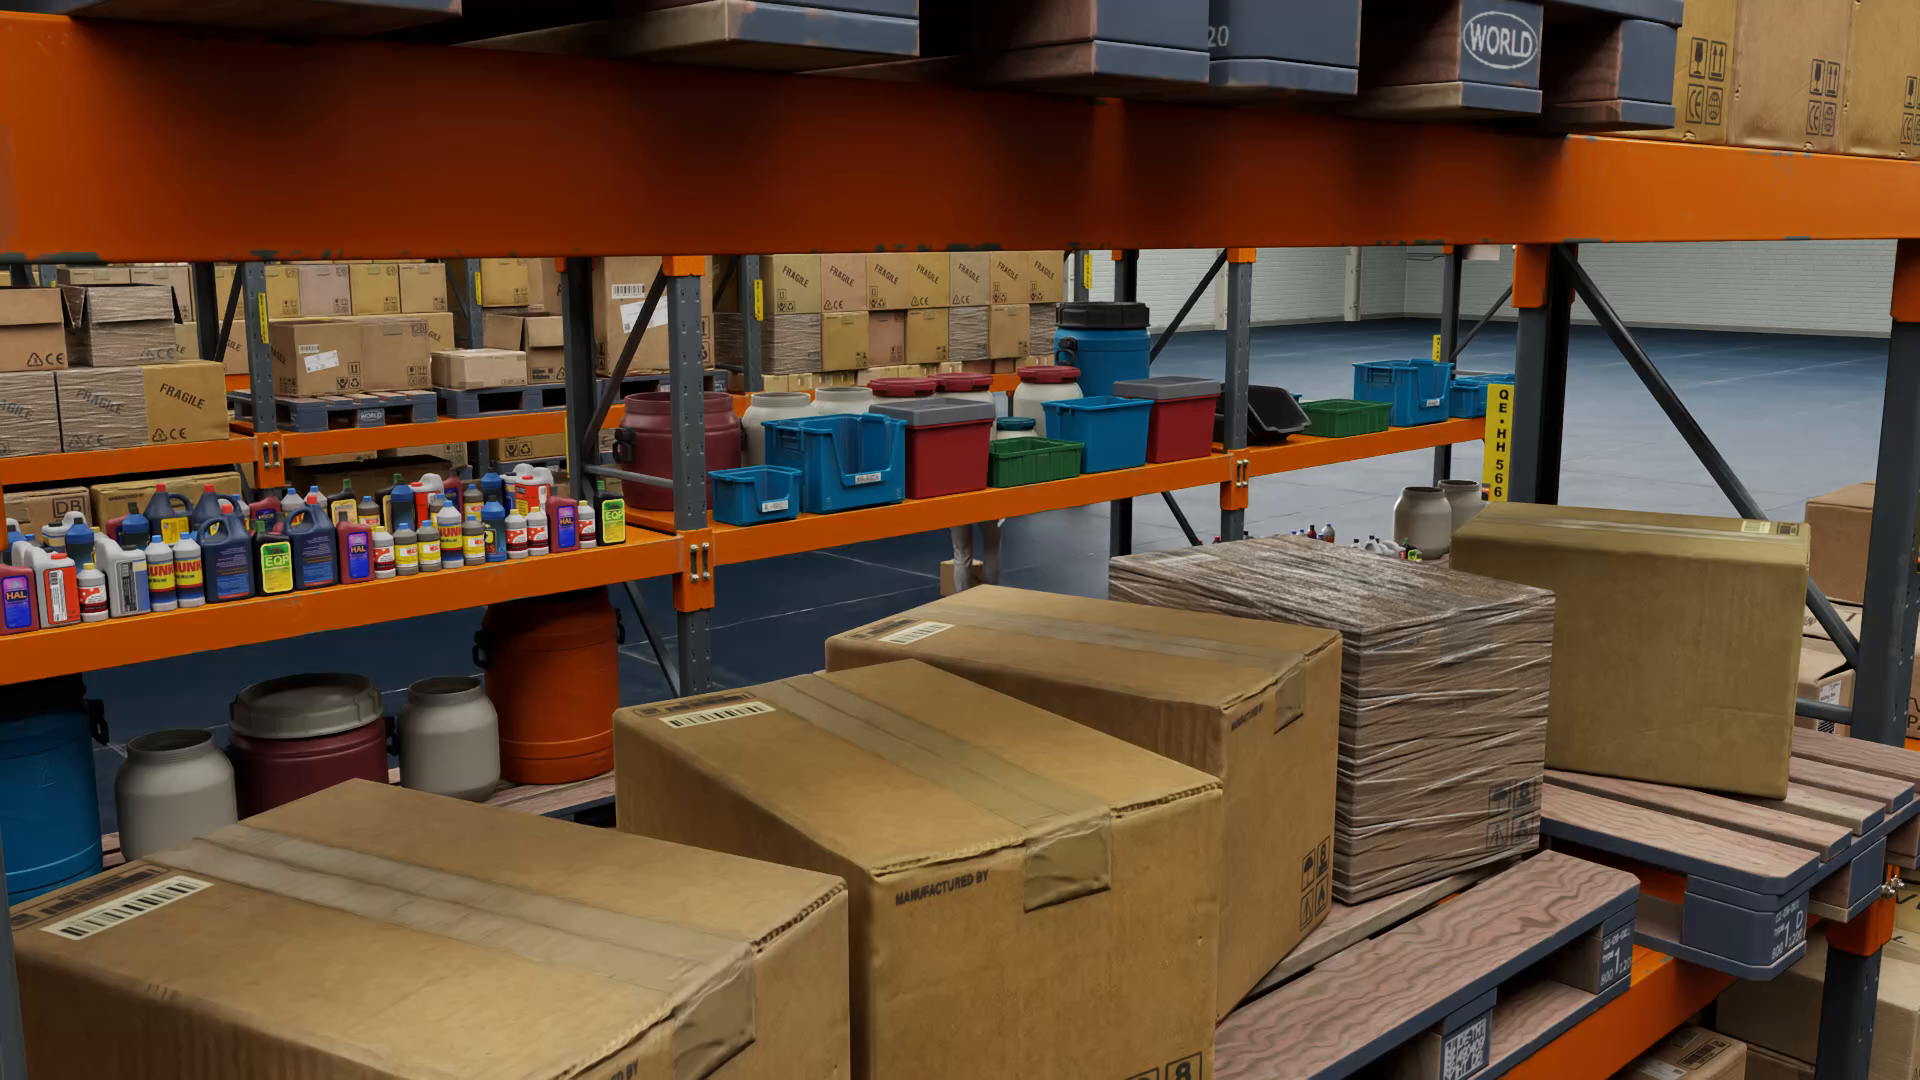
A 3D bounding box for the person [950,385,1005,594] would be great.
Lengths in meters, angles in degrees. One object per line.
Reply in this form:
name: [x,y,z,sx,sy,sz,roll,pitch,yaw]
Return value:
person: [0.089,-0.287,11.386,0.521,1.706,0.660,2,11,8]
